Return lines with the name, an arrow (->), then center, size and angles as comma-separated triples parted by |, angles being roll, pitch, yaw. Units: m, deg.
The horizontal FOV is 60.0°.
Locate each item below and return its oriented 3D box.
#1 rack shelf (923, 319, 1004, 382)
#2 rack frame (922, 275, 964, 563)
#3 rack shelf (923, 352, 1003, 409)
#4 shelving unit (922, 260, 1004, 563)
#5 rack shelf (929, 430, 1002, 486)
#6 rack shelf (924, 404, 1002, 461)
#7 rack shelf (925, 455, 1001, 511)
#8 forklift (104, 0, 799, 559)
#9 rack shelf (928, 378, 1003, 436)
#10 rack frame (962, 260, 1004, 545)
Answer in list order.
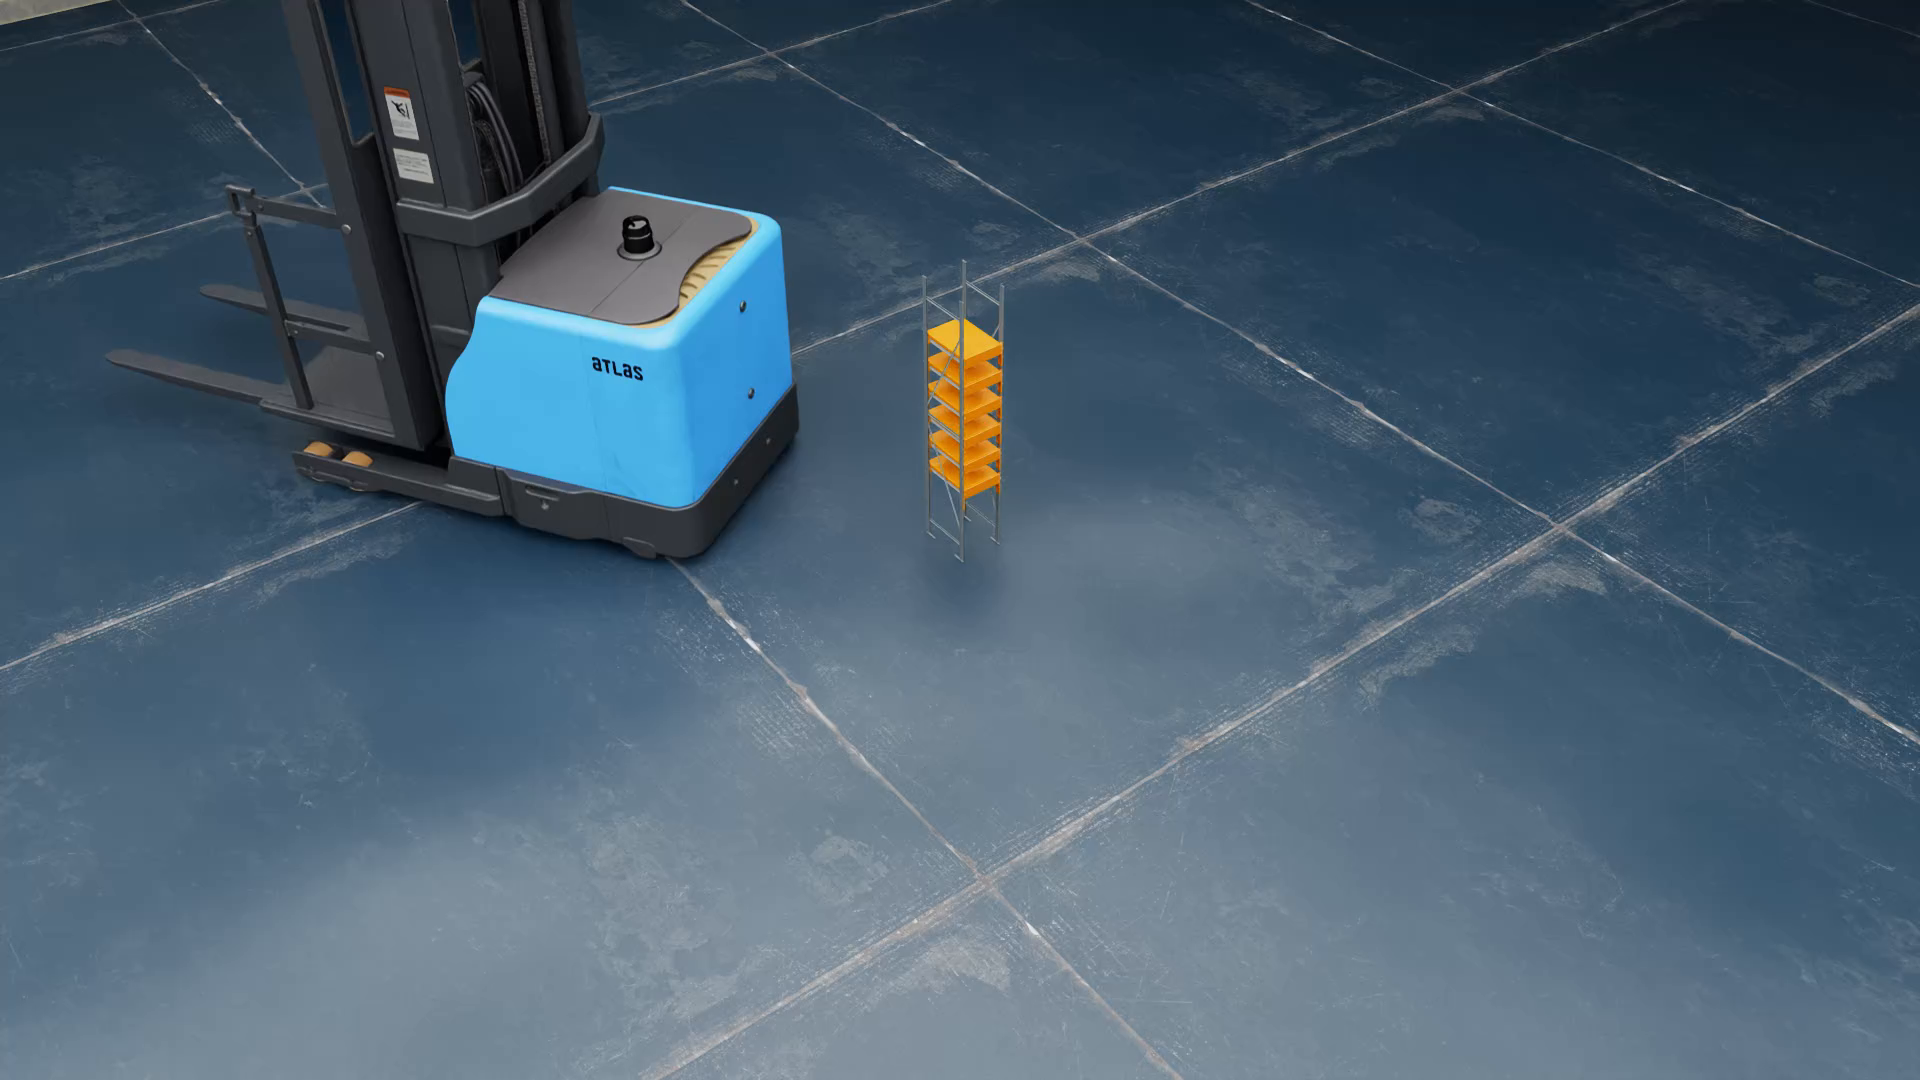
rack shelf -> 0.011, -0.713, 6.176 | 0.180, 0.103, 0.258 | -26, 46, -28
rack frame -> -0.061, -0.434, 6.333 | 0.006, 1.200, 0.240 | -26, 46, -28
rack shelf -> 0.011, -0.621, 6.252 | 0.180, 0.103, 0.258 | -26, 46, -28
shelving unit -> 0.011, -0.469, 6.376 | 0.189, 1.200, 0.258 | -26, 46, -28
rack shelf -> 0.011, -0.342, 6.481 | 0.180, 0.103, 0.258 | -26, 46, -28
rack shelf -> 0.011, -0.435, 6.404 | 0.180, 0.103, 0.258 | -26, 46, -28
rack shelf -> 0.011, -0.250, 6.557 | 0.180, 0.103, 0.258 | -26, 46, -28
forklift -> -2.271, -1.636, 6.433 | 3.031, 2.935, 1.130 | 13, 41, 16
rack shelf -> 0.011, -0.528, 6.328 | 0.180, 0.103, 0.258 | -26, 46, -28
rack frame -> 0.084, -0.505, 6.419 | 0.006, 1.200, 0.240 | -26, 46, -28
